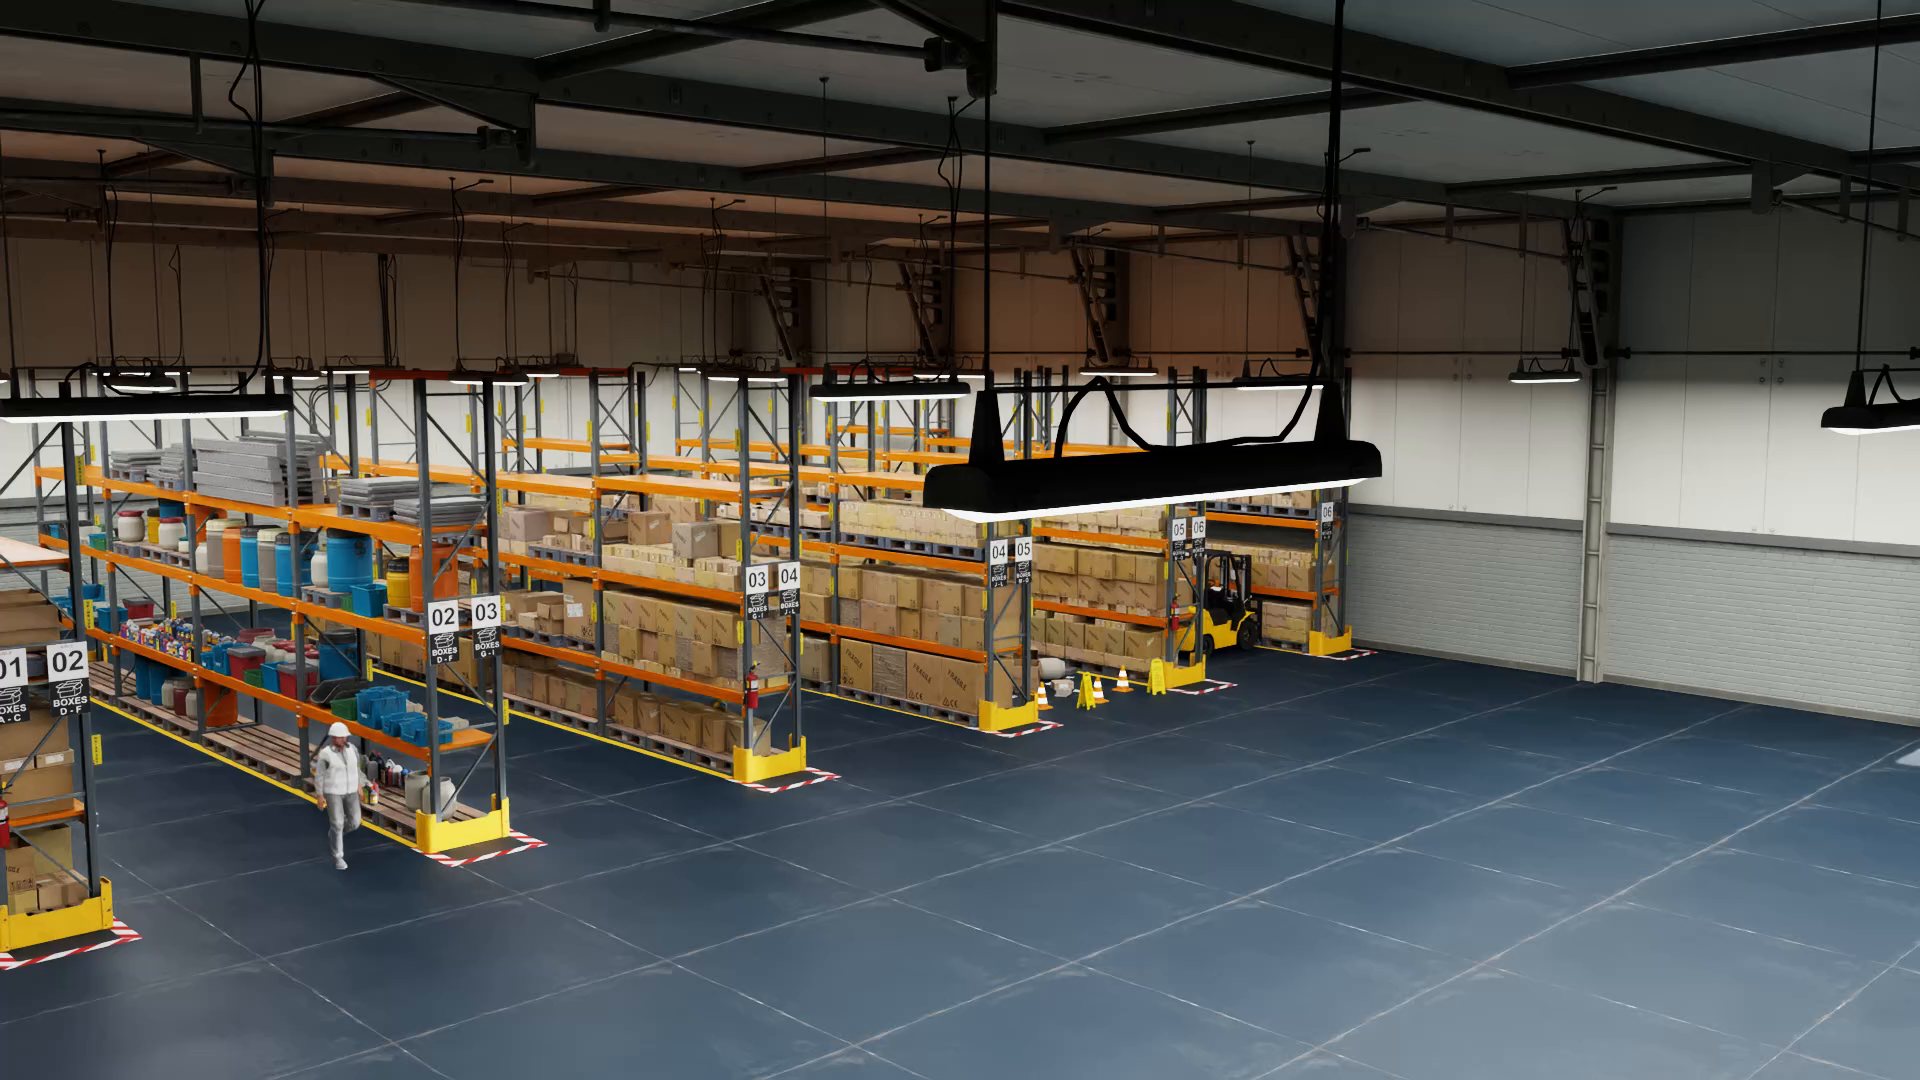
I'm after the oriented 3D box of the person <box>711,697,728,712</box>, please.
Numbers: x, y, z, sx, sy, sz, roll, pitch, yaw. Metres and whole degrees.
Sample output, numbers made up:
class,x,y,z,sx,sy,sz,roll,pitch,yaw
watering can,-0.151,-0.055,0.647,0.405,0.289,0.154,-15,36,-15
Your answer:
class,x,y,z,sx,sy,sz,roll,pitch,yaw
person,-4.355,2.194,29.487,0.705,1.650,0.735,-6,9,-43

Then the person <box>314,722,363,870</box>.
class,x,y,z,sx,sy,sz,roll,pitch,yaw
person,-7.717,3.128,20.644,0.707,1.776,0.609,5,8,38
